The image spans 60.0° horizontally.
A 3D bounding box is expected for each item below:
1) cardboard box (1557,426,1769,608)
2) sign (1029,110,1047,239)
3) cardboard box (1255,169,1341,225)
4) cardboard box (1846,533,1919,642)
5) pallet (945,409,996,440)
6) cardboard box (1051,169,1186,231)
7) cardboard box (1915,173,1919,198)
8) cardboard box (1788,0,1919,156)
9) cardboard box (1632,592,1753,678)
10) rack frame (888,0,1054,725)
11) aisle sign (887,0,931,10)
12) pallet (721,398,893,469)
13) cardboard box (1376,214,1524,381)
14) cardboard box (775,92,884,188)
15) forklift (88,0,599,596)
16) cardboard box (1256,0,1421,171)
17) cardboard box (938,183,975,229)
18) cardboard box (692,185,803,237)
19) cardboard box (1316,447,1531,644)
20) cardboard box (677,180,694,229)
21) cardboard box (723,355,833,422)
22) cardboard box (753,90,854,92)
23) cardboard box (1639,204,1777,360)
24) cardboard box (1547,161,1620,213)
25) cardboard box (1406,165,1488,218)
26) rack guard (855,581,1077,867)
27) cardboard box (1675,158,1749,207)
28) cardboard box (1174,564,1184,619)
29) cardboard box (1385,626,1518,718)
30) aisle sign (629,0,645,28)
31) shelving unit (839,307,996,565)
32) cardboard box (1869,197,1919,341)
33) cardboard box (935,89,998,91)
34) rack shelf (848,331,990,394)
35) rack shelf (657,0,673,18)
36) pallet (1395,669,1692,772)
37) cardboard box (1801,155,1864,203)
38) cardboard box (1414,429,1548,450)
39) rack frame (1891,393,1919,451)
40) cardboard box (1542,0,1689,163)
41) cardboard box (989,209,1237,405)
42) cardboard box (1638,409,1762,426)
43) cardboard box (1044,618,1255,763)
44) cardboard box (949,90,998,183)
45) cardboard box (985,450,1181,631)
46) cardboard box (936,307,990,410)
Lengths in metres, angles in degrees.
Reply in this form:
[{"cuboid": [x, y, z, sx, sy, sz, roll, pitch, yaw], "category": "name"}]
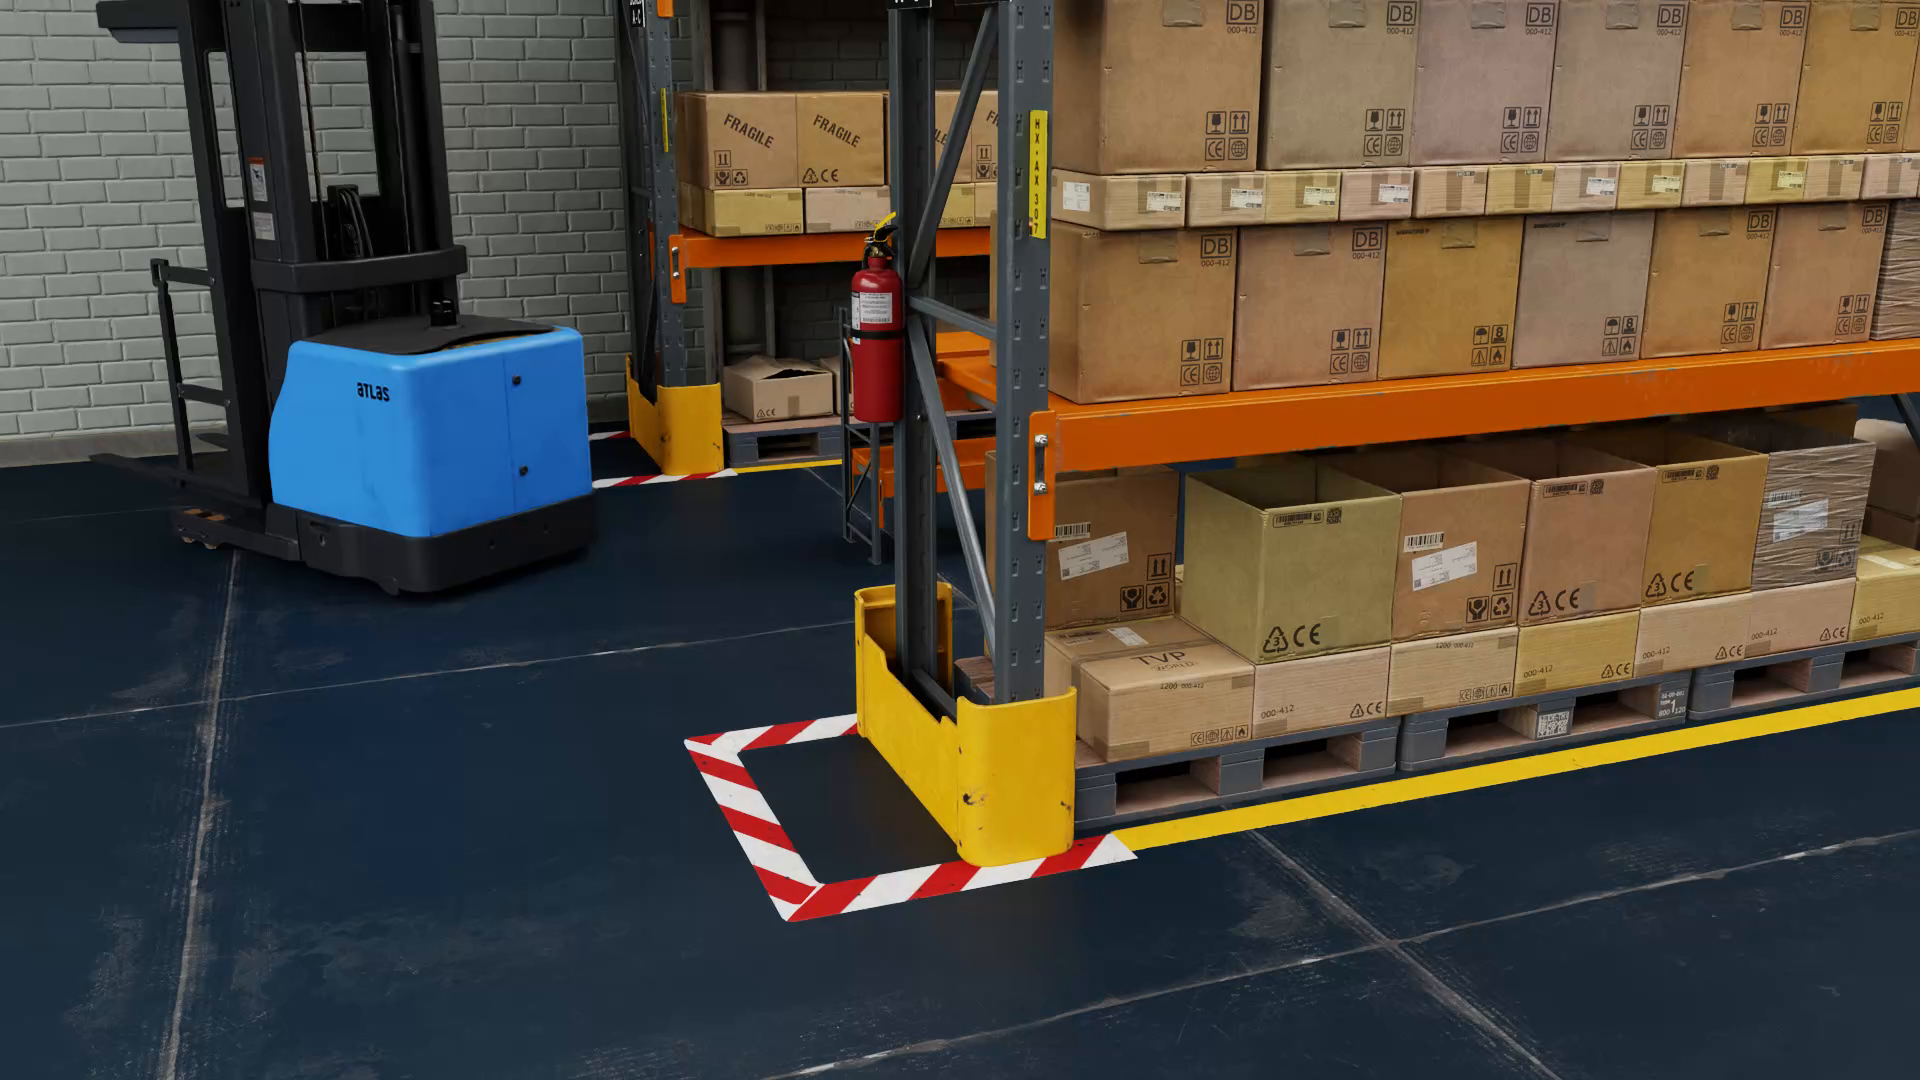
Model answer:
[{"cuboid": [2.455, -0.095, 5.903, 0.500, 0.500, 0.500, -6, 17, -20], "category": "cardboard box"}, {"cuboid": [0.205, -0.960, 4.366, 0.005, 0.325, 0.100, -6, 17, -20], "category": "sign"}, {"cuboid": [0.934, -1.047, 5.012, 0.250, 0.149, 0.380, -6, 17, -20], "category": "cardboard box"}, {"cuboid": [3.392, 0.166, 6.345, 0.500, 0.250, 0.500, -6, 17, -20], "category": "cardboard box"}, {"cuboid": [0.215, -0.820, 10.517, 1.213, 0.211, 1.003, -6, 17, -20], "category": "pallet"}, {"cuboid": [0.455, -0.995, 4.835, 0.250, 0.149, 0.380, -6, 18, -20], "category": "cardboard box"}, {"cuboid": [3.338, -1.307, 5.898, 0.250, 0.149, 0.380, -7, 18, -21], "category": "cardboard box"}, {"cuboid": [2.863, -1.629, 5.842, 0.500, 0.500, 0.700, -6, 17, -20], "category": "cardboard box"}, {"cuboid": [2.460, 0.268, 5.997, 0.500, 0.250, 0.500, -6, 17, -20], "category": "cardboard box"}, {"cuboid": [0.012, -0.653, 4.998, 0.127, 3.000, 1.000, -6, 17, -20], "category": "rack frame"}, {"cuboid": [-0.155, -1.971, 4.872, 0.004, 0.787, 0.394, -6, 17, -20], "category": "aisle sign"}, {"cuboid": [-0.922, -0.698, 10.101, 1.213, 0.211, 1.003, -6, 17, -20], "category": "pallet"}, {"cuboid": [1.407, -0.847, 5.483, 0.500, 0.500, 0.700, -6, 17, -20], "category": "cardboard box"}, {"cuboid": [-0.746, -2.270, 9.403, 0.500, 0.500, 0.500, -6, 17, -20], "category": "cardboard box"}, {"cuboid": [-3.200, -1.468, 7.897, 3.031, 2.935, 1.130, 11, 20, 34], "category": "forklift"}, {"cuboid": [0.991, -1.427, 5.154, 0.500, 0.500, 0.700, -7, 18, -22], "category": "cardboard box"}, {"cuboid": [-0.238, -1.965, 9.697, 0.500, 0.250, 0.500, -6, 18, -21], "category": "cardboard box"}, {"cuboid": [-1.195, -1.859, 9.337, 0.500, 0.250, 0.500, -7, 18, -22], "category": "cardboard box"}, {"cuboid": [1.521, 0.005, 5.562, 0.500, 0.500, 0.500, -6, 17, -20], "category": "cardboard box"}, {"cuboid": [-1.397, -1.992, 9.788, 0.500, 0.250, 0.500, -6, 17, -19], "category": "cardboard box"}, {"cuboid": [-1.086, -0.923, 9.909, 0.500, 0.311, 0.500, -8, 18, -26], "category": "cardboard box"}, {"cuboid": [-0.927, -2.405, 9.864, 0.500, 0.500, 0.500, -6, 17, -19], "category": "cardboard box"}, {"cuboid": [2.375, -0.953, 5.844, 0.500, 0.500, 0.700, -6, 17, -19], "category": "cardboard box"}, {"cuboid": [1.891, -1.150, 5.361, 0.250, 0.149, 0.380, -6, 17, -20], "category": "cardboard box"}, {"cuboid": [1.419, -1.100, 5.190, 0.250, 0.149, 0.380, -7, 18, -22], "category": "cardboard box"}, {"cuboid": [-0.011, 0.549, 5.342, 0.348, 0.500, 1.175, -6, 17, -20], "category": "rack guard"}, {"cuboid": [2.383, -1.204, 5.546, 0.250, 0.149, 0.380, -6, 17, -18], "category": "cardboard box"}, {"cuboid": [0.869, 0.279, 5.958, 0.500, 0.250, 0.500, -6, 17, -20], "category": "cardboard box"}, {"cuboid": [1.525, 0.368, 5.657, 0.500, 0.250, 0.500, -6, 17, -20], "category": "cardboard box"}, {"cuboid": [-1.724, -3.117, 8.775, 0.004, 0.787, 0.394, -6, 17, -20], "category": "aisle sign"}, {"cuboid": [0.006, -0.540, 7.942, 1.048, 1.125, 0.538, -6, 17, -20], "category": "shelving unit"}, {"cuboid": [3.335, -1.058, 6.199, 0.500, 0.500, 0.700, -7, 18, -22], "category": "cardboard box"}, {"cuboid": [0.025, -2.509, 10.218, 0.500, 0.500, 0.500, -6, 17, -19], "category": "cardboard box"}, {"cuboid": [0.006, -0.821, 7.860, 1.000, 0.278, 0.538, -6, 17, -20], "category": "rack shelf"}, {"cuboid": [0.103, -3.252, 9.801, 4.000, 0.370, 1.077, -6, 17, -20], "category": "rack shelf"}, {"cuboid": [1.848, 0.475, 6.106, 1.213, 0.211, 1.003, -6, 17, -20], "category": "pallet"}, {"cuboid": [2.849, -1.253, 5.714, 0.250, 0.149, 0.380, -6, 17, -20], "category": "cardboard box"}, {"cuboid": [1.802, -0.182, 6.198, 0.500, 0.500, 0.500, -6, 17, -20], "category": "cardboard box"}, {"cuboid": [3.747, -1.056, 6.372, 0.127, 3.000, 1.000, -6, 17, -20], "category": "rack frame"}, {"cuboid": [1.929, -1.529, 5.500, 0.500, 0.500, 0.700, -6, 17, -20], "category": "cardboard box"}, {"cuboid": [0.452, -0.745, 5.133, 0.500, 0.500, 0.700, -6, 17, -20], "category": "cardboard box"}, {"cuboid": [2.738, -0.281, 6.537, 0.500, 0.500, 0.500, -6, 17, -20], "category": "cardboard box"}, {"cuboid": [0.592, 0.469, 5.311, 0.500, 0.250, 0.500, -6, 17, -20], "category": "cardboard box"}, {"cuboid": [0.217, -2.375, 9.763, 0.500, 0.500, 0.500, -6, 17, -18], "category": "cardboard box"}, {"cuboid": [0.406, -0.027, 5.672, 0.500, 0.500, 0.500, -6, 17, -20], "category": "cardboard box"}, {"cuboid": [0.149, -1.132, 10.285, 0.500, 0.500, 0.700, -7, 18, -24], "category": "cardboard box"}]
